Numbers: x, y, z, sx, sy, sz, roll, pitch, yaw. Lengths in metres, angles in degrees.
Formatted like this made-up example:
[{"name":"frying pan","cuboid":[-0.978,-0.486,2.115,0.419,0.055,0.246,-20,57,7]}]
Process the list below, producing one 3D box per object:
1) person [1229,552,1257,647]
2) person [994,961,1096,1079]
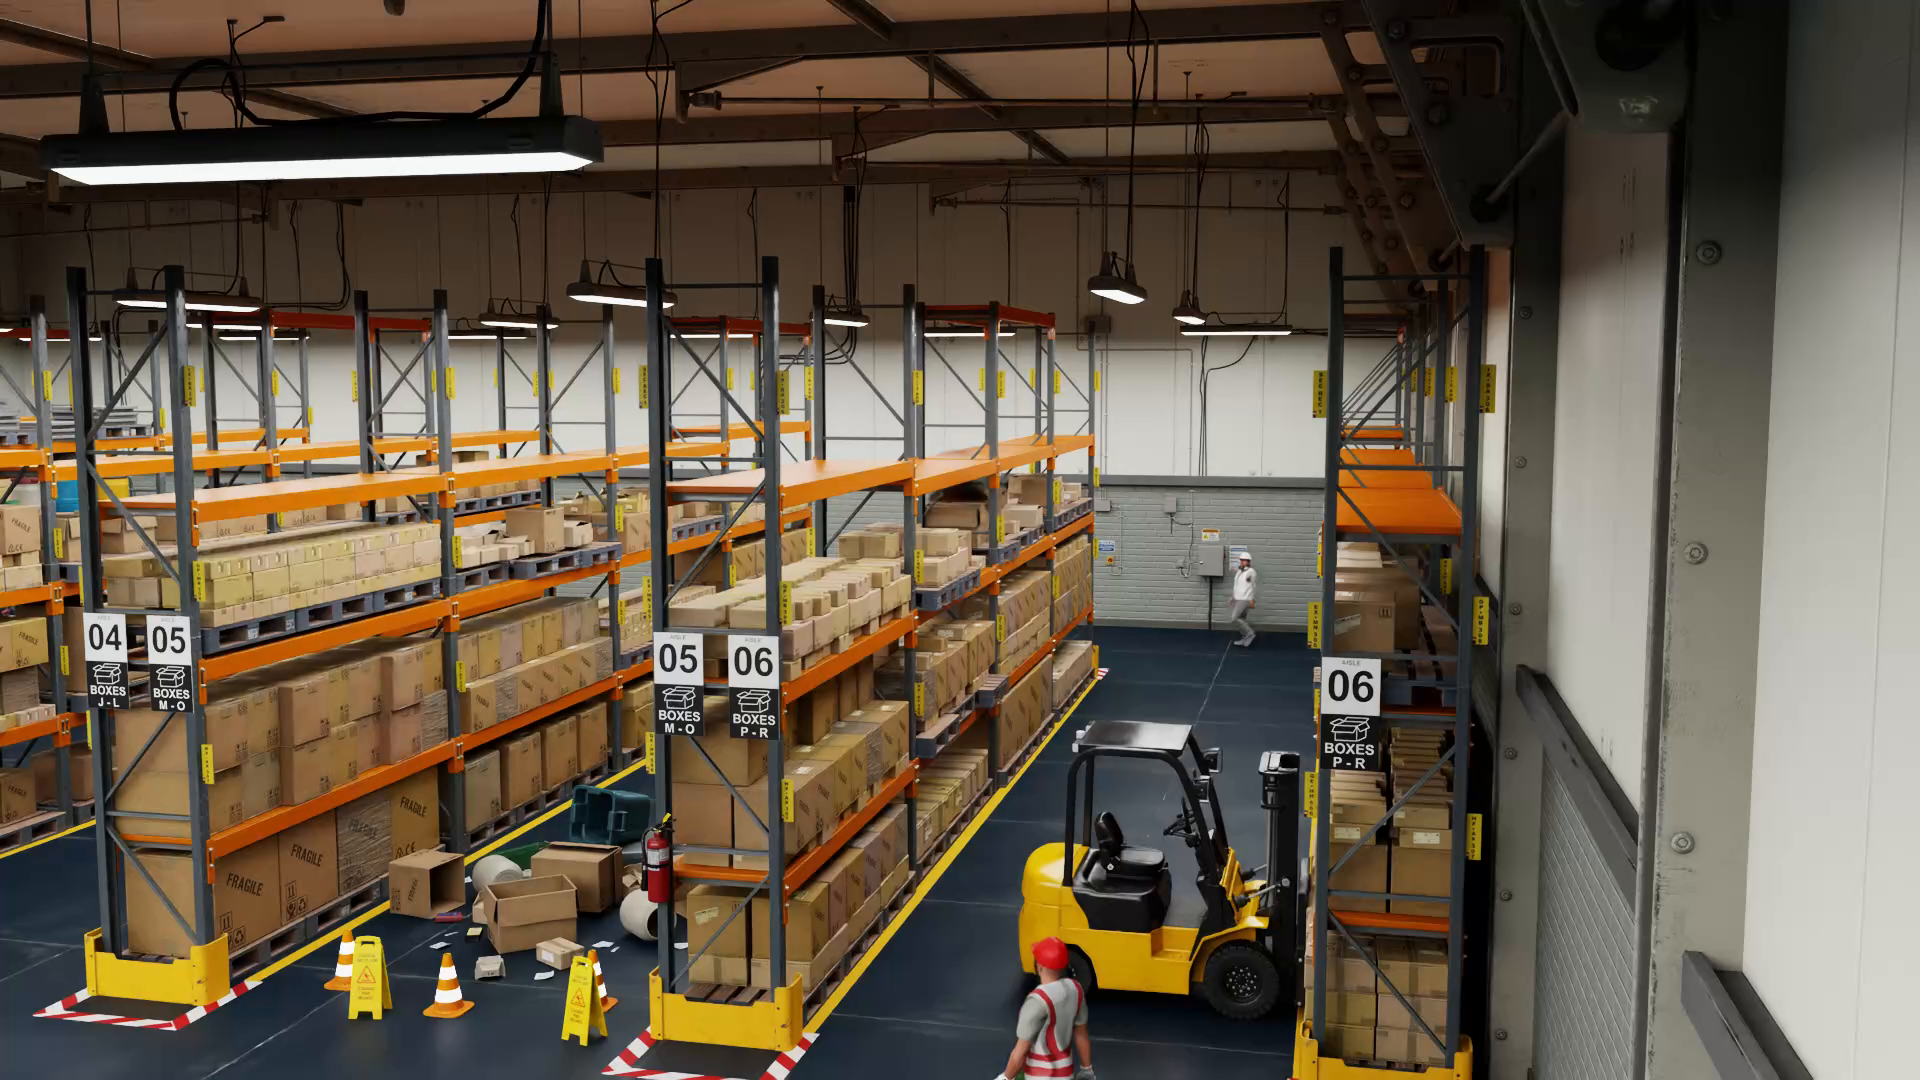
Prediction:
[{"name":"person","cuboid":[5.311,1.114,31.237,0.475,1.775,0.464,0,6,-2]},{"name":"person","cuboid":[0.513,3.298,10.175,1.087,1.699,0.476,0,6,-1]}]
